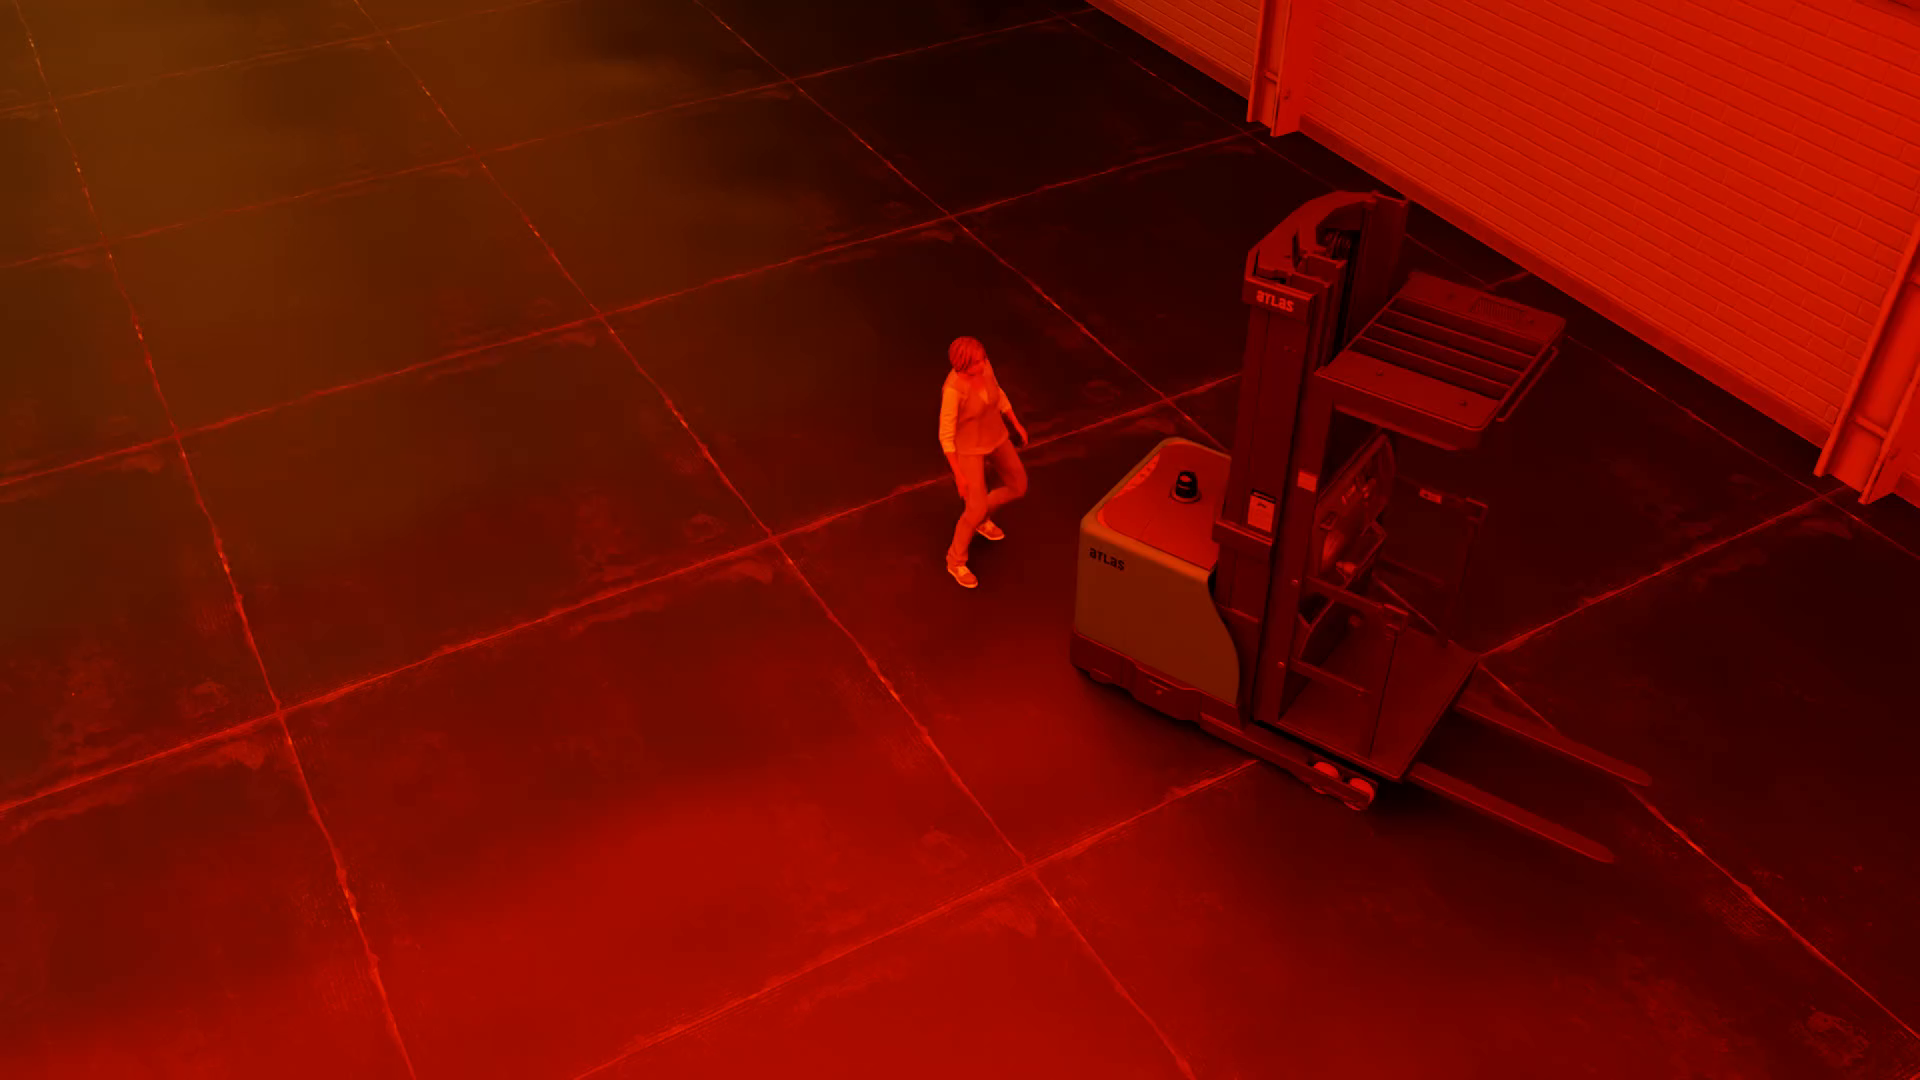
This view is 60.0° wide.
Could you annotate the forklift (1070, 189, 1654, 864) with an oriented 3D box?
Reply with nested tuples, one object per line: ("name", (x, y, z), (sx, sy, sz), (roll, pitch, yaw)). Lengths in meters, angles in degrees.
("forklift", (2.120, -0.114, 8.174), (3.031, 2.935, 1.130), (24, 45, 26))

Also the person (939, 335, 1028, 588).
("person", (0.110, -0.513, 9.759), (0.460, 1.512, 0.640), (30, 48, 31))
